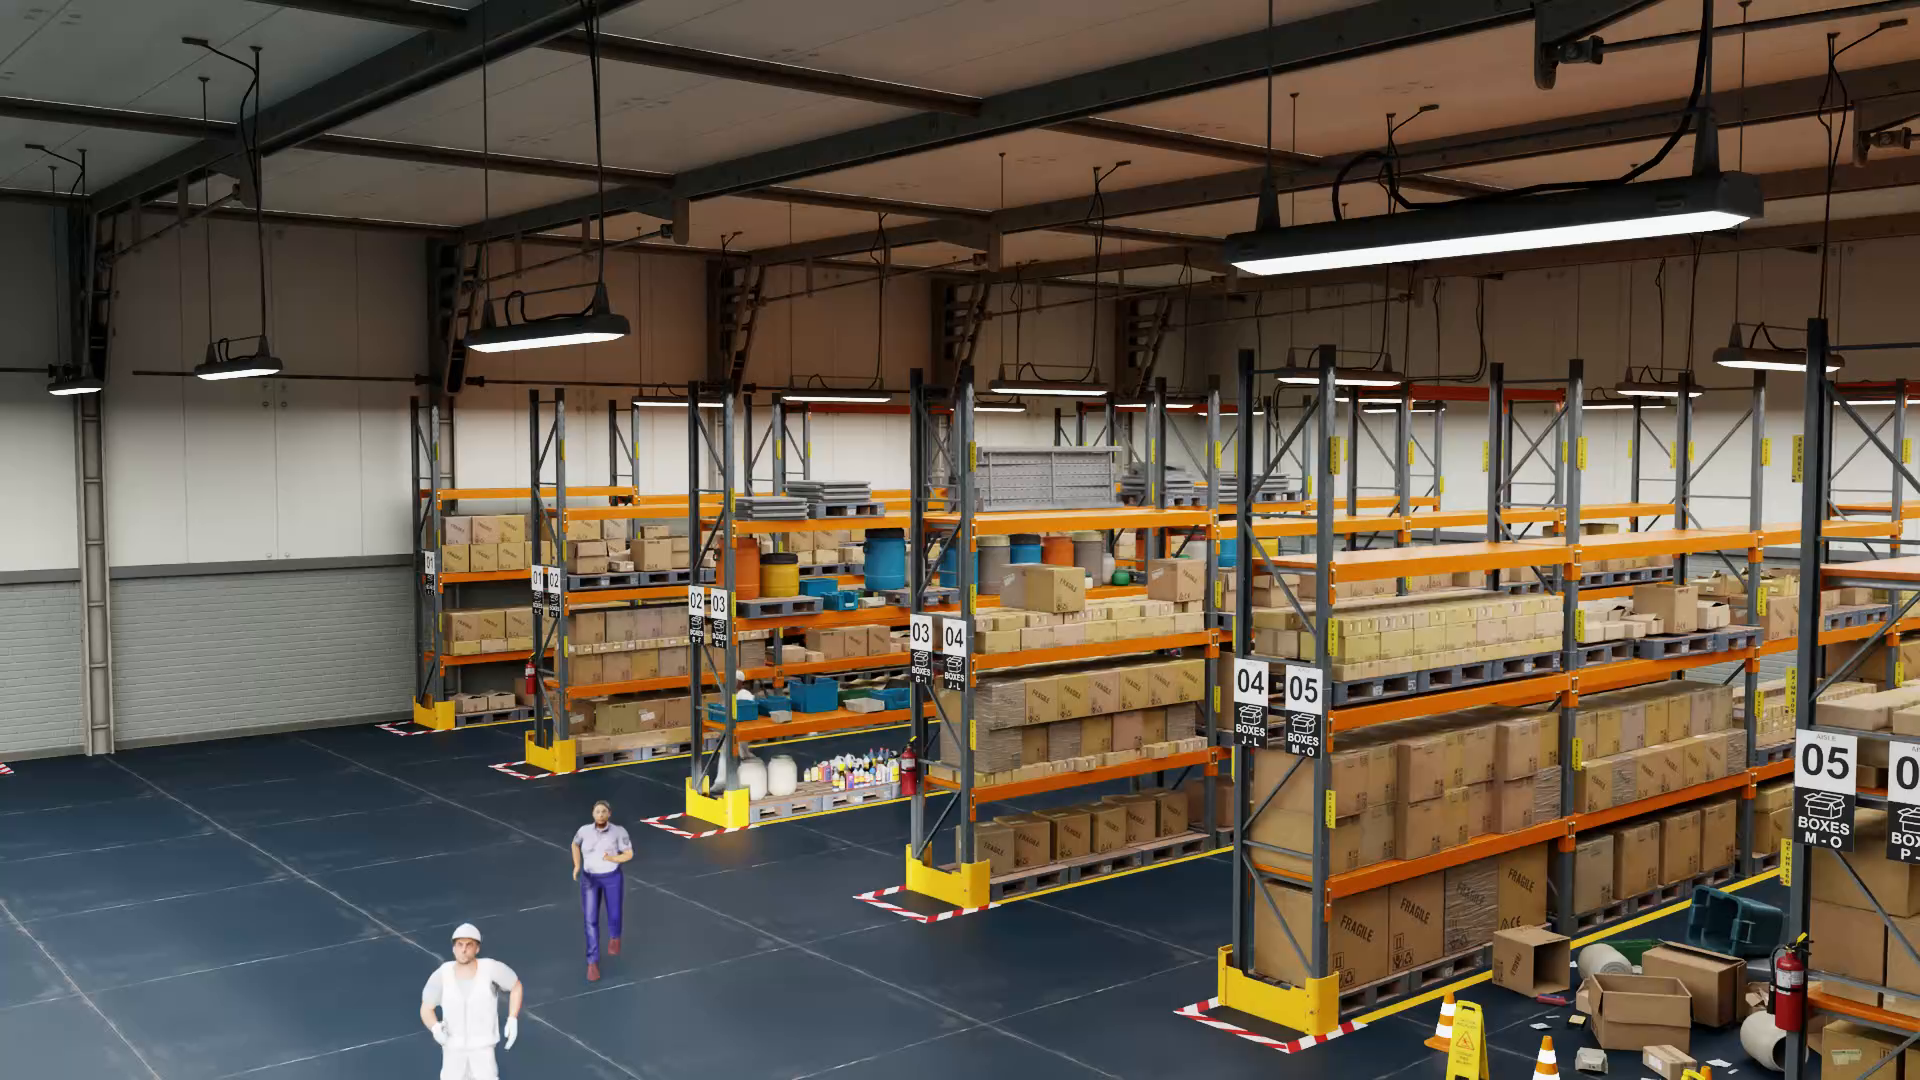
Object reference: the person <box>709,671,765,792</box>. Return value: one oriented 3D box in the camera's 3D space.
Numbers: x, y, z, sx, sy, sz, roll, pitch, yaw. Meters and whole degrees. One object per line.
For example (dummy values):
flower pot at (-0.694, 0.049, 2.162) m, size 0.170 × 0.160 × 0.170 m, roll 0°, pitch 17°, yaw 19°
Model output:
person at (-3.308, 2.802, 24.590) m, size 0.700 × 1.754 × 0.989 m, roll 3°, pitch 5°, yaw 43°

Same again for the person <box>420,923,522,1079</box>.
person at (-3.467, 3.589, 11.725) m, size 0.681 × 1.753 × 0.604 m, roll 0°, pitch 3°, yaw -6°

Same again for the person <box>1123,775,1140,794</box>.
person at (2.475, 2.940, 23.861) m, size 0.575 × 1.661 × 0.560 m, roll 3°, pitch 4°, yaw 37°

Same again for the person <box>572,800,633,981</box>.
person at (-3.500, 3.363, 16.268) m, size 0.603 × 1.644 × 0.920 m, roll -1°, pitch 3°, yaw -9°
